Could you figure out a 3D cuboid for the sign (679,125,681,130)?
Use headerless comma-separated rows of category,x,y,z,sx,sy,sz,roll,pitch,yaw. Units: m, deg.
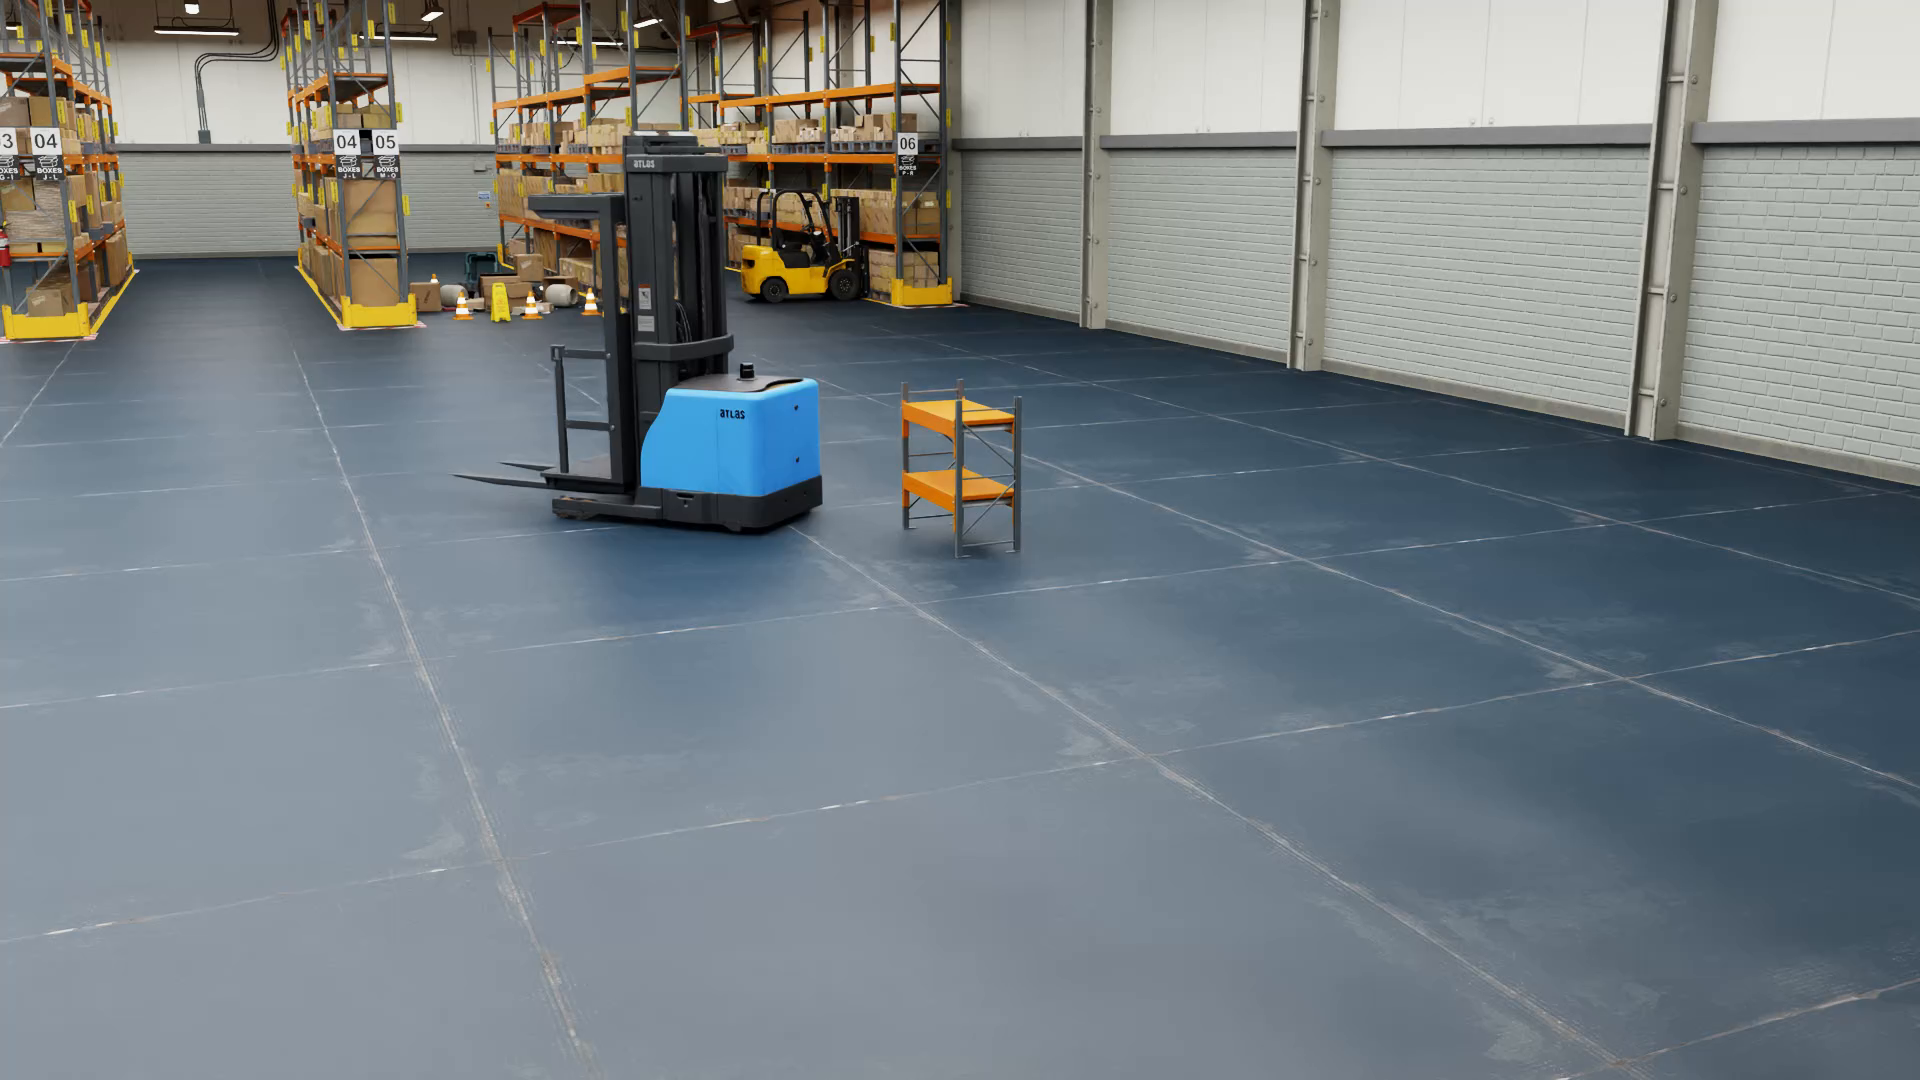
sign,-7.644,-11.151,45.306,0.100,0.325,0.005,-6,14,-23

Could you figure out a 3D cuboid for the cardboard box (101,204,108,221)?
cardboard box,-17.723,-6.596,33.994,0.500,0.500,0.500,-6,14,-24

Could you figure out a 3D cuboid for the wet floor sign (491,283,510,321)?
wet floor sign,-7.953,-4.116,28.722,0.267,0.644,0.232,-9,16,-33

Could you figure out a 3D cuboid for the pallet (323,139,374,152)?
pallet,-10.579,-6.913,29.130,1.003,0.211,1.213,-6,14,-23

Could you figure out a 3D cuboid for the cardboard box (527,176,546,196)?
cardboard box,-9.949,-8.354,39.372,0.500,0.500,0.500,-6,14,-23

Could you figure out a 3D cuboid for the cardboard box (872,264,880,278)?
cardboard box,-1.410,-5.293,32.643,0.500,0.250,0.500,-6,14,-24

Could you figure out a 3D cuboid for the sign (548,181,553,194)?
sign,-8.996,-7.724,36.523,0.100,0.325,0.005,-6,14,-23

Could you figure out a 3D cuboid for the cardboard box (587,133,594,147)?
cardboard box,-6.961,-7.802,32.448,0.500,0.250,0.500,-6,14,-24

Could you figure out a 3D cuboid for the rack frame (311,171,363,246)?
rack frame,-12.984,-6.743,34.851,1.000,3.000,0.127,-6,14,-23

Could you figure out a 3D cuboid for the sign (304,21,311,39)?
sign,-11.874,-9.281,30.267,0.100,0.325,0.005,-6,14,-23

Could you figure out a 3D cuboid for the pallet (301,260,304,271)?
pallet,-15.865,-6.850,41.500,1.003,0.211,1.213,-6,14,-23

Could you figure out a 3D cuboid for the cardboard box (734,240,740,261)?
cardboard box,-5.335,-7.244,41.628,0.500,0.500,0.500,-6,14,-24

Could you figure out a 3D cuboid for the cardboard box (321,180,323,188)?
cardboard box,-12.609,-7.081,33.872,0.700,0.500,0.500,-6,14,-24

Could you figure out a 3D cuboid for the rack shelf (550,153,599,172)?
rack shelf,-7.688,-7.908,34.831,1.077,0.370,4.000,-6,14,-23

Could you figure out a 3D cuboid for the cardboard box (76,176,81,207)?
cardboard box,-14.936,-5.792,27.643,0.500,0.500,0.500,-6,14,-23

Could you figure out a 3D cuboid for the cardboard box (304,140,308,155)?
cardboard box,-13.658,-8.450,35.354,0.500,0.500,0.500,-6,14,-23

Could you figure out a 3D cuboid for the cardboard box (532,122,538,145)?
cardboard box,-9.460,-9.263,37.936,0.500,0.500,0.500,-5,14,-22

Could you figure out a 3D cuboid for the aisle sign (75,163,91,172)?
aisle sign,-21.077,-9.223,39.801,0.394,0.787,0.004,-6,14,-23

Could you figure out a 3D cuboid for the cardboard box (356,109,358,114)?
cardboard box,-10.742,-7.746,30.170,0.380,0.149,0.250,-6,14,-23

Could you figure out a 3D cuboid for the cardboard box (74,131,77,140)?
cardboard box,-15.572,-7.031,28.891,0.380,0.149,0.250,-5,14,-21

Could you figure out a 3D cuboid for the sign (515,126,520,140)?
sign,-10.599,-9.739,39.820,0.100,0.325,0.005,-6,14,-23

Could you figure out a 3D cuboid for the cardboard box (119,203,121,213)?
cardboard box,-19.929,-7.754,38.894,0.500,0.250,0.500,-6,14,-25

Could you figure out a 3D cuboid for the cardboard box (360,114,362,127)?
cardboard box,-9.942,-7.104,28.280,0.500,0.250,0.500,-6,14,-24

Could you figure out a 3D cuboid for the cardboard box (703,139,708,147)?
cardboard box,-6.380,-10.310,43.284,0.500,0.250,0.500,-5,14,-22

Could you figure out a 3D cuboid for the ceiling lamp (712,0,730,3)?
ceiling lamp,-4.298,-12.373,32.927,0.800,3.185,2.000,-6,14,-23

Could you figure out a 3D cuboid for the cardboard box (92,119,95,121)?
cardboard box,-19.540,-9.062,36.843,0.700,0.500,0.500,-7,15,-26

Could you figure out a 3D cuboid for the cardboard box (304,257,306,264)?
cardboard box,-15.775,-6.811,40.535,0.380,0.149,0.250,-6,14,-26

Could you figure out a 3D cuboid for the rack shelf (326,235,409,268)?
rack shelf,-10.580,-5.153,29.576,1.077,0.370,4.000,-6,14,-23

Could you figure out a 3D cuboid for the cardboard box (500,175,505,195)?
cardboard box,-11.549,-9.168,42.892,0.500,0.500,0.500,-6,14,-24

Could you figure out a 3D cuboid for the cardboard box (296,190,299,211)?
cardboard box,-16.262,-8.472,41.439,0.500,0.500,0.500,-5,14,-20

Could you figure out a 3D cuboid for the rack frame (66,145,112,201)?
rack frame,-19.171,-7.142,36.576,1.000,3.000,0.127,-6,14,-23

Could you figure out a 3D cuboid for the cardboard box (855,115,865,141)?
cardboard box,-1.656,-8.186,33.054,0.797,0.503,0.637,-5,14,-21

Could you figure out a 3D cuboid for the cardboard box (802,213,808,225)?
cardboard box,-3.159,-7.050,36.509,0.500,0.250,0.500,-6,14,-23

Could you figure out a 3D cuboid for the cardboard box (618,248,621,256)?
cardboard box,-6.150,-5.368,30.977,0.380,0.149,0.250,-5,14,-22

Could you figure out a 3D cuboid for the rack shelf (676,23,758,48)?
rack shelf,-6.346,-13.091,43.200,1.077,0.370,4.000,-6,14,-23

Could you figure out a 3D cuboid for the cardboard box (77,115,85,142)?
cardboard box,-16.442,-7.506,30.337,0.797,0.503,0.637,-5,14,-21

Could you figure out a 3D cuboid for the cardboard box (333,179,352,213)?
cardboard box,-10.197,-5.875,28.372,0.875,0.550,0.550,-6,14,-23

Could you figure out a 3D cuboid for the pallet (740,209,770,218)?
pallet,-4.725,-7.968,40.569,1.003,0.211,1.213,-6,14,-23

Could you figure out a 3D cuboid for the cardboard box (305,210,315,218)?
cardboard box,-13.603,-6.885,35.093,0.380,0.149,0.250,-5,14,-22

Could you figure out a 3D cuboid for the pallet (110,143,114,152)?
pallet,-19.974,-8.982,38.070,1.003,0.211,1.213,-6,14,-23

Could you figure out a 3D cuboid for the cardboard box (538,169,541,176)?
cardboard box,-10.238,-9.078,41.064,0.380,0.149,0.250,-6,14,-24

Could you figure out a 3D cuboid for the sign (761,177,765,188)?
sign,-5.037,-9.101,42.474,0.100,0.325,0.005,-6,14,-23

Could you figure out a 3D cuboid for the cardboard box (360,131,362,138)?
cardboard box,-10.536,-7.253,29.805,0.380,0.149,0.250,-5,14,-22

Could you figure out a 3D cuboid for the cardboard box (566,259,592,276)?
cardboard box,-7.969,-5.866,35.958,0.950,0.372,0.625,-6,14,-24

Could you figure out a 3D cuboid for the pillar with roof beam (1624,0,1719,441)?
pillar with roof beam,3.075,-5.047,14.221,9.100,9.000,0.400,-6,14,-23

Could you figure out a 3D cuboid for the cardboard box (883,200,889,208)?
cardboard box,-1.263,-6.468,32.005,0.380,0.149,0.250,-5,14,-22

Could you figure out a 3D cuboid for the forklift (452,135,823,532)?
forklift,-2.665,-1.684,13.146,3.031,2.935,1.130,5,14,22

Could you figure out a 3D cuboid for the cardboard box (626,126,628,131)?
cardboard box,-5.758,-7.385,29.764,0.380,0.149,0.250,-5,14,-22

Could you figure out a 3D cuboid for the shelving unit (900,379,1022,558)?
shelving unit,-0.003,-0.549,12.249,0.538,1.125,1.048,-6,14,-23

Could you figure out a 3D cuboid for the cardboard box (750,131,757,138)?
cardboard box,-4.768,-9.648,39.539,0.380,0.149,0.250,-6,14,-24

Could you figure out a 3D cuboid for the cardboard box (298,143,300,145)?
cardboard box,-15.030,-9.035,38.433,0.500,0.250,0.500,-5,14,-22
